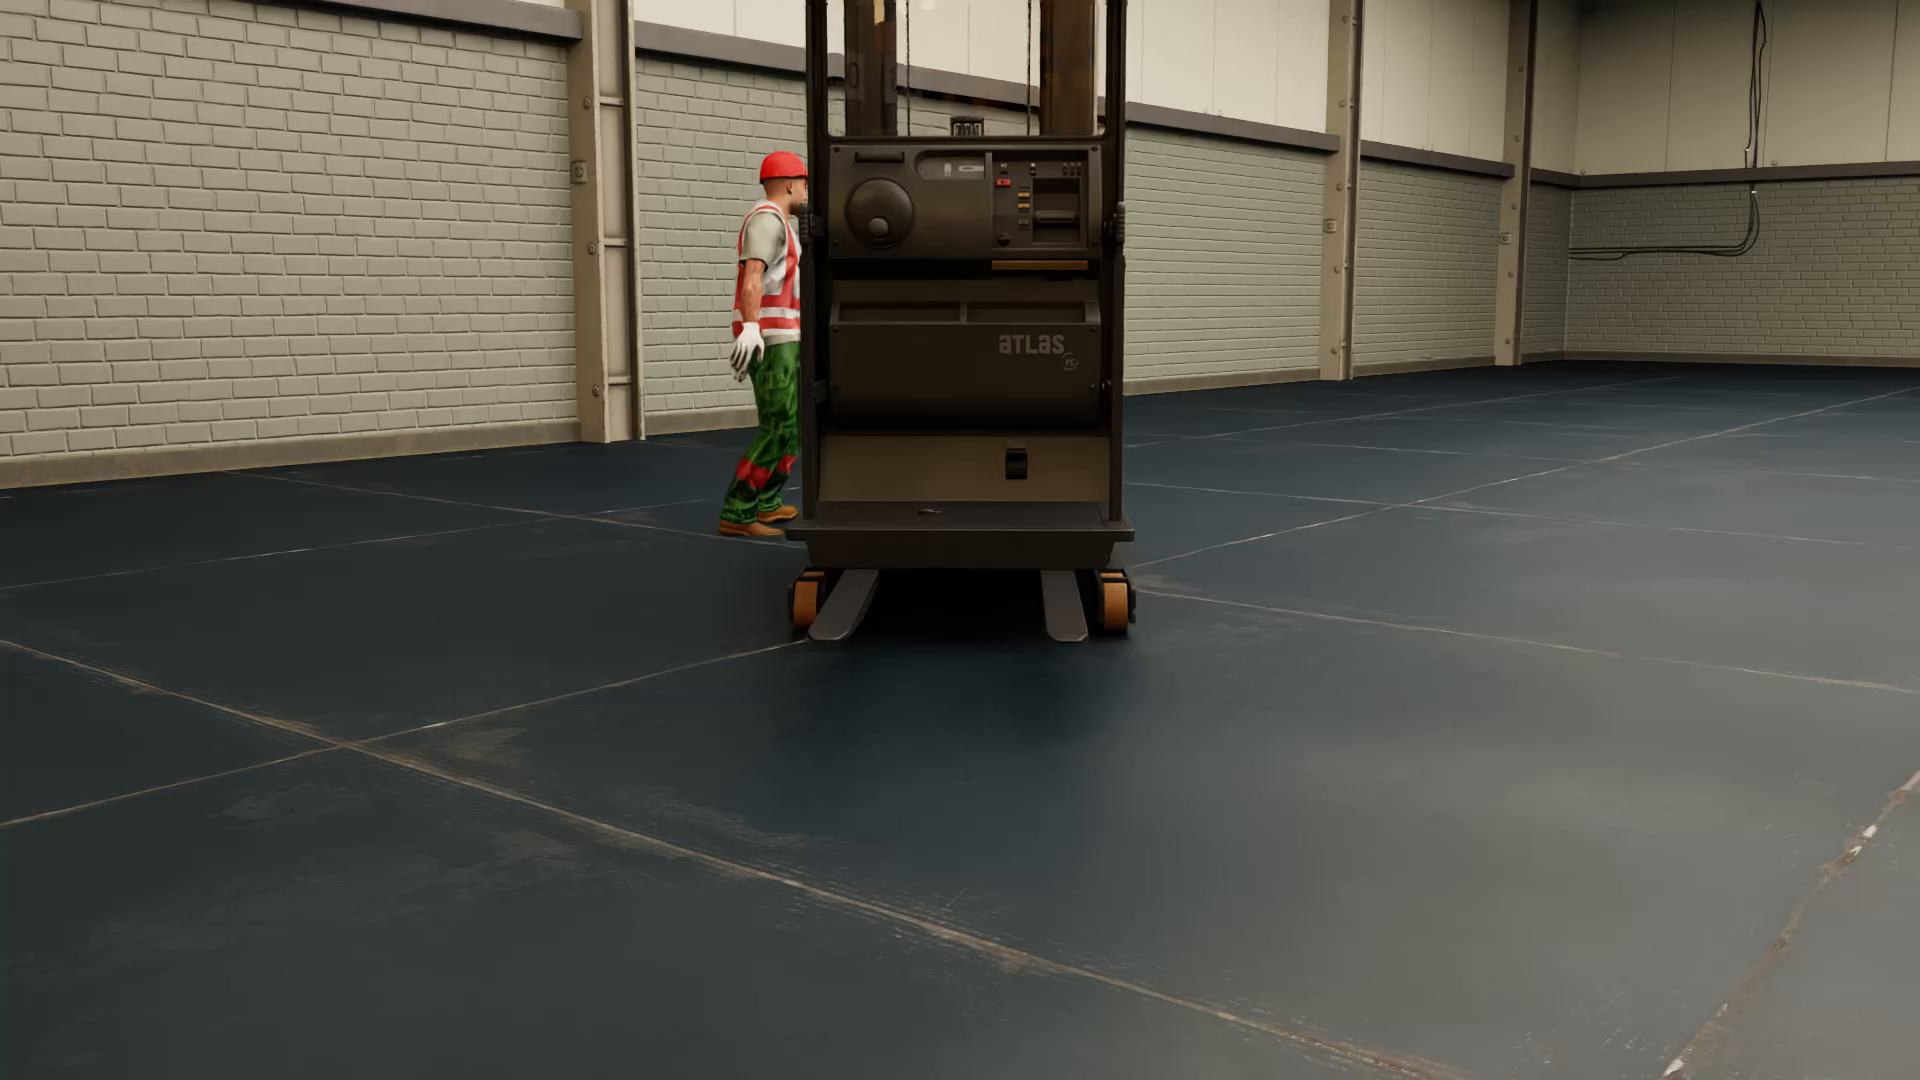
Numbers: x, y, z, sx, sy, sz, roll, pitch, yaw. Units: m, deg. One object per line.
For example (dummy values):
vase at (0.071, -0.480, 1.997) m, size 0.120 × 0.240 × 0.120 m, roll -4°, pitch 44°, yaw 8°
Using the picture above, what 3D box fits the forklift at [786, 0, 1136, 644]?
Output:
forklift at (0.013, -1.198, 5.471) m, size 1.130 × 2.935 × 3.031 m, roll 0°, pitch 8°, yaw 2°

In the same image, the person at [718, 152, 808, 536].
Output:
person at (-0.876, -0.888, 7.596) m, size 0.464 × 1.750 × 0.887 m, roll 0°, pitch 8°, yaw -3°
